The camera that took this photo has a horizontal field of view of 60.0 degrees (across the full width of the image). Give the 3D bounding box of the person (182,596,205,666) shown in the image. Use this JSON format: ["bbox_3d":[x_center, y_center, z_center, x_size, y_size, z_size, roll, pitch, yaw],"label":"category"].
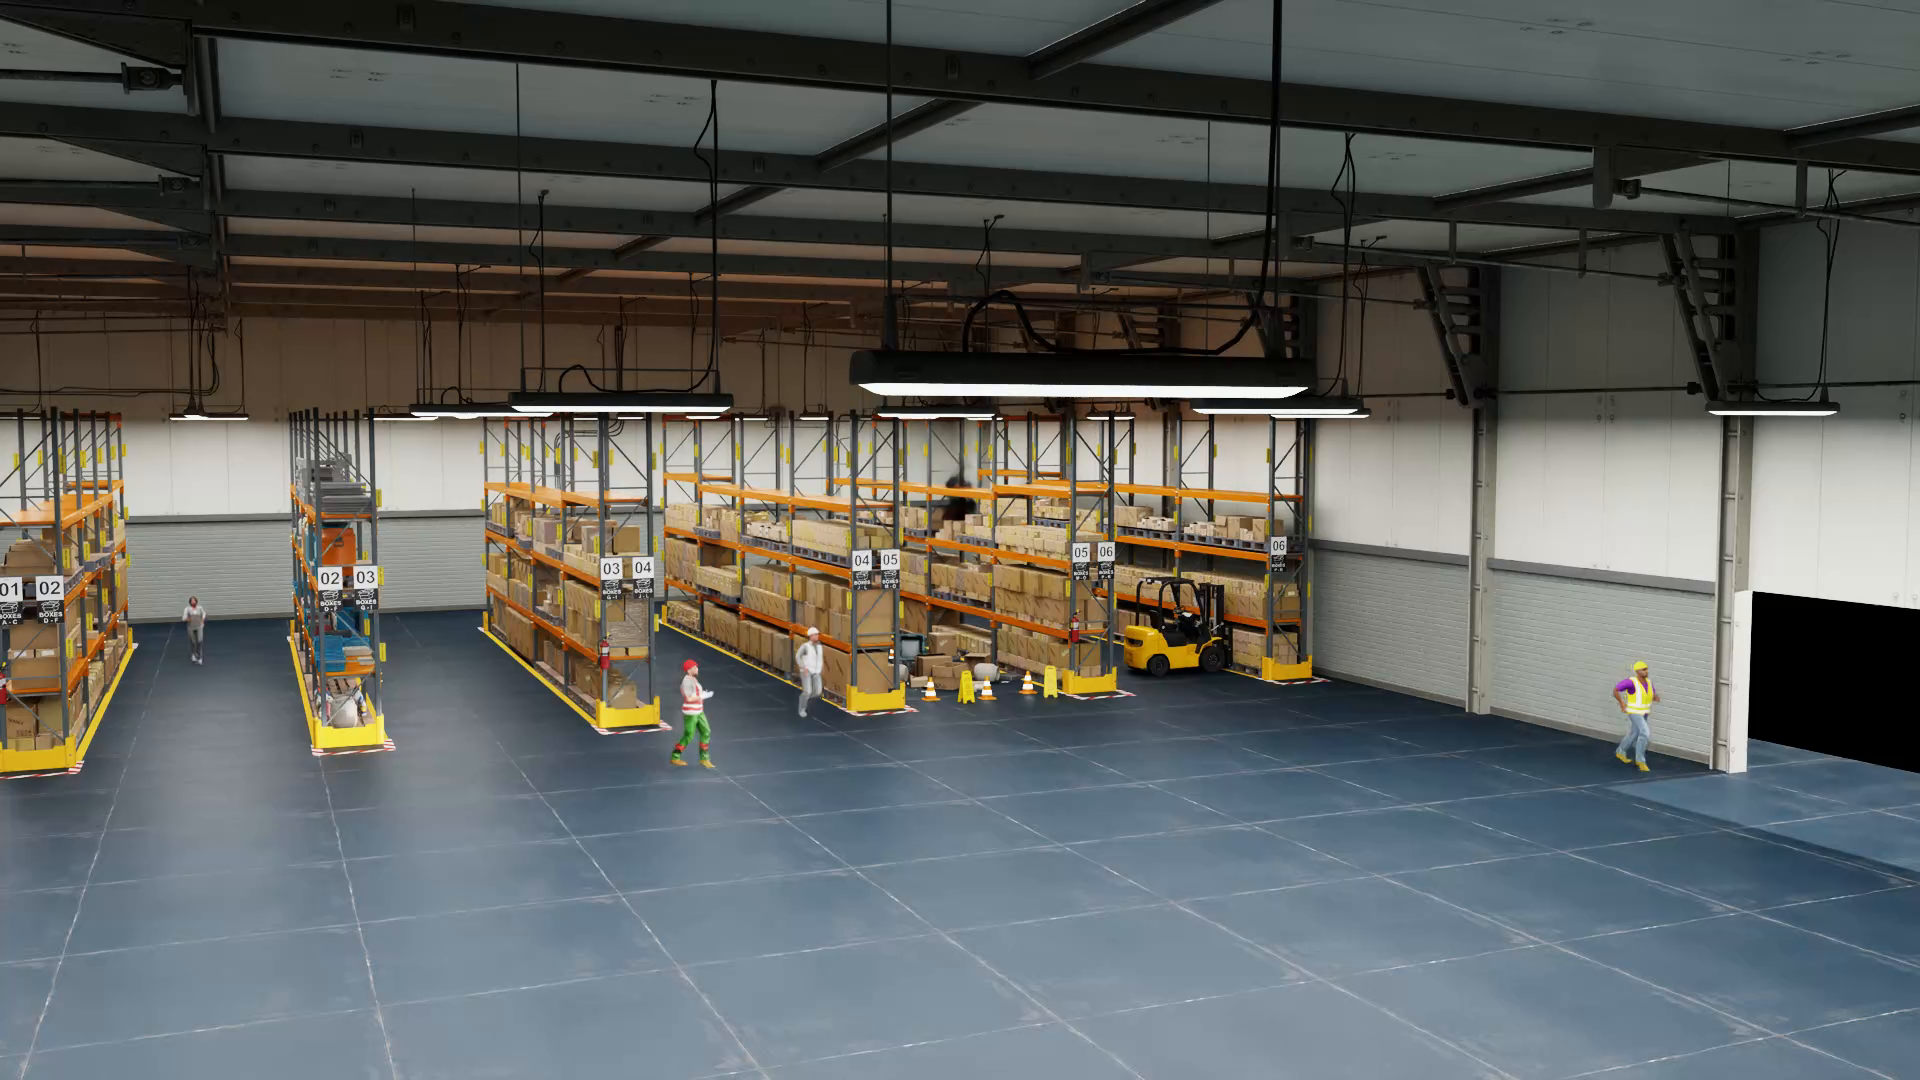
[{"bbox_3d":[-18.218,2.151,39.571,0.522,1.645,0.751,-2,5,-29],"label":"person"}]

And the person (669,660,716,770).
[{"bbox_3d":[-4.427,2.892,27.468,0.759,1.837,0.637,0,4,7],"label":"person"}]

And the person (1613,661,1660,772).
[{"bbox_3d":[11.240,2.907,27.612,0.673,1.821,0.773,-2,5,-32],"label":"person"}]

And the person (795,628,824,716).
[{"bbox_3d":[-2.921,2.583,32.732,0.705,1.711,0.532,-3,5,-41],"label":"person"}]
